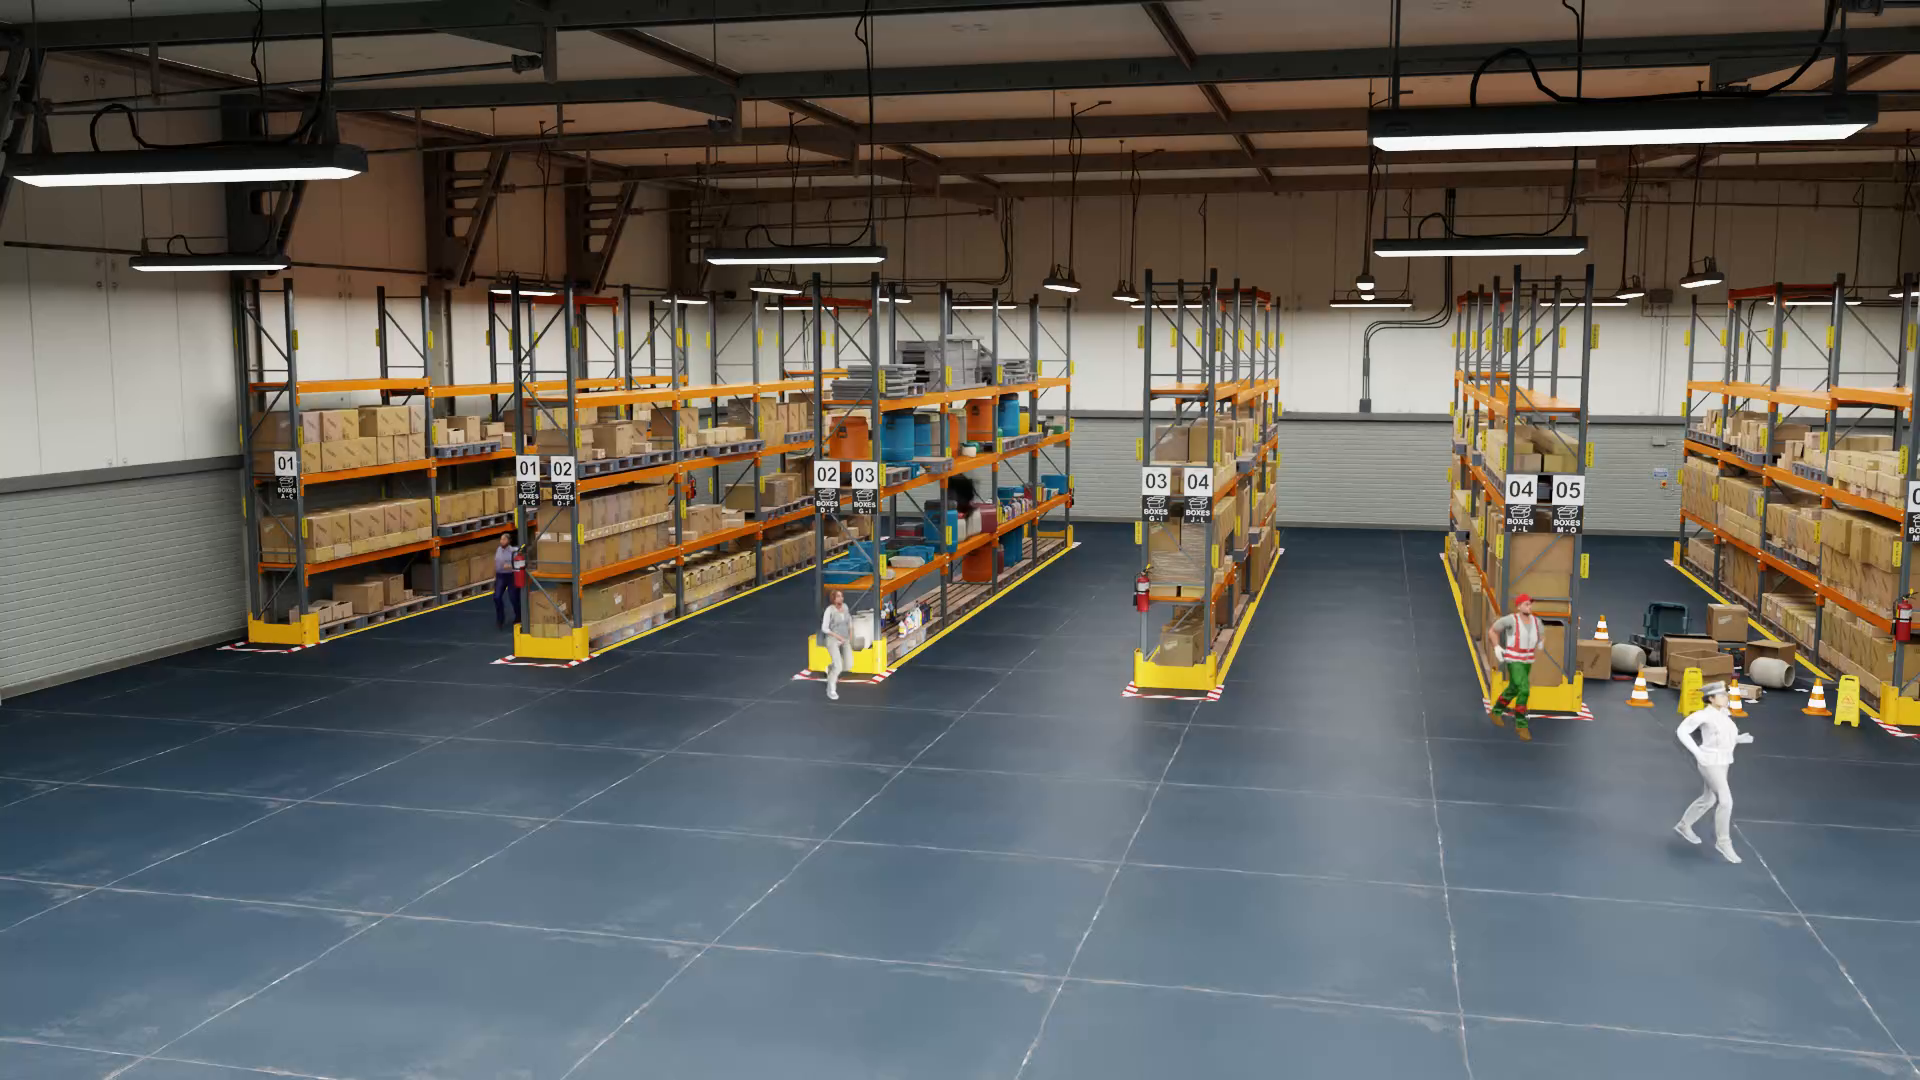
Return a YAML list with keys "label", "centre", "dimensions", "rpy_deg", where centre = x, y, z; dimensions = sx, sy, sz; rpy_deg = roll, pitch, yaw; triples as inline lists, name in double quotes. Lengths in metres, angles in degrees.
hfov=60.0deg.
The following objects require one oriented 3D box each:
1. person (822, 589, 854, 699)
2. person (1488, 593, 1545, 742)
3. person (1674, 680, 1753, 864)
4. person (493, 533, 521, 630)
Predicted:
- label: "person"
  centre: [-1.697, 1.458, 23.326]
  dimensions: [0.578, 1.550, 0.608]
  rpy_deg: [-6, 9, -40]
- label: "person"
  centre: [7.117, 1.572, 21.167]
  dimensions: [0.665, 1.820, 0.860]
  rpy_deg: [-3, 8, -26]
- label: "person"
  centre: [7.334, 2.219, 16.218]
  dimensions: [0.598, 1.745, 0.733]
  rpy_deg: [-6, 9, -39]
- label: "person"
  centre: [-7.891, 0.725, 29.087]
  dimensions: [0.589, 1.710, 0.754]
  rpy_deg: [1, 7, 9]
